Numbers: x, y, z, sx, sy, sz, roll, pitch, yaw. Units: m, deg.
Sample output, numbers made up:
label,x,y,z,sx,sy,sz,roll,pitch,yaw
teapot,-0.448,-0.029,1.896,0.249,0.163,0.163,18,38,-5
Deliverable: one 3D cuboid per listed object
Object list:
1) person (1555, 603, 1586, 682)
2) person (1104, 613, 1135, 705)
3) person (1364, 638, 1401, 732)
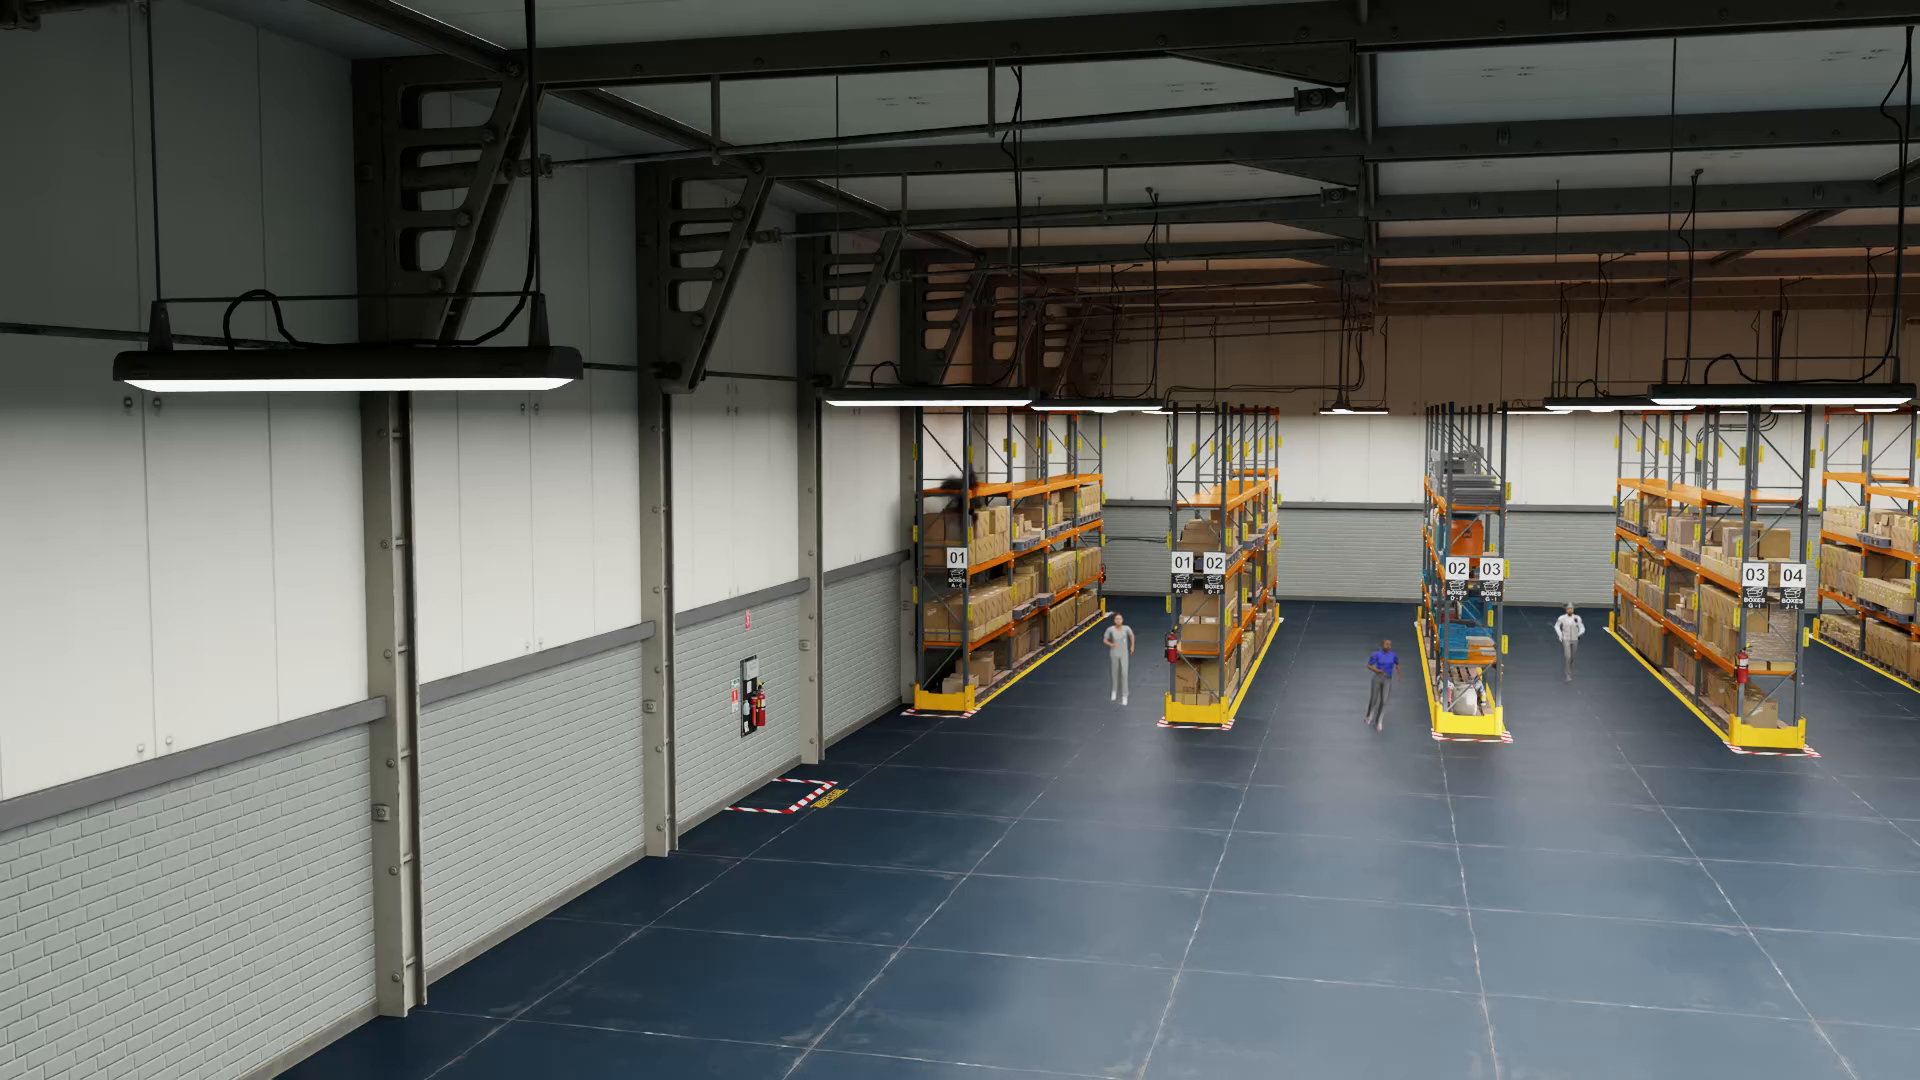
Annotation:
label,x,y,z,sx,sy,sz,roll,pitch,yaw
person,13.269,2.205,36.153,0.611,1.699,0.767,1,4,11
person,3.045,2.251,31.766,0.611,1.719,0.845,0,4,-1
person,7.803,2.643,30.575,0.645,1.673,0.777,0,4,2
